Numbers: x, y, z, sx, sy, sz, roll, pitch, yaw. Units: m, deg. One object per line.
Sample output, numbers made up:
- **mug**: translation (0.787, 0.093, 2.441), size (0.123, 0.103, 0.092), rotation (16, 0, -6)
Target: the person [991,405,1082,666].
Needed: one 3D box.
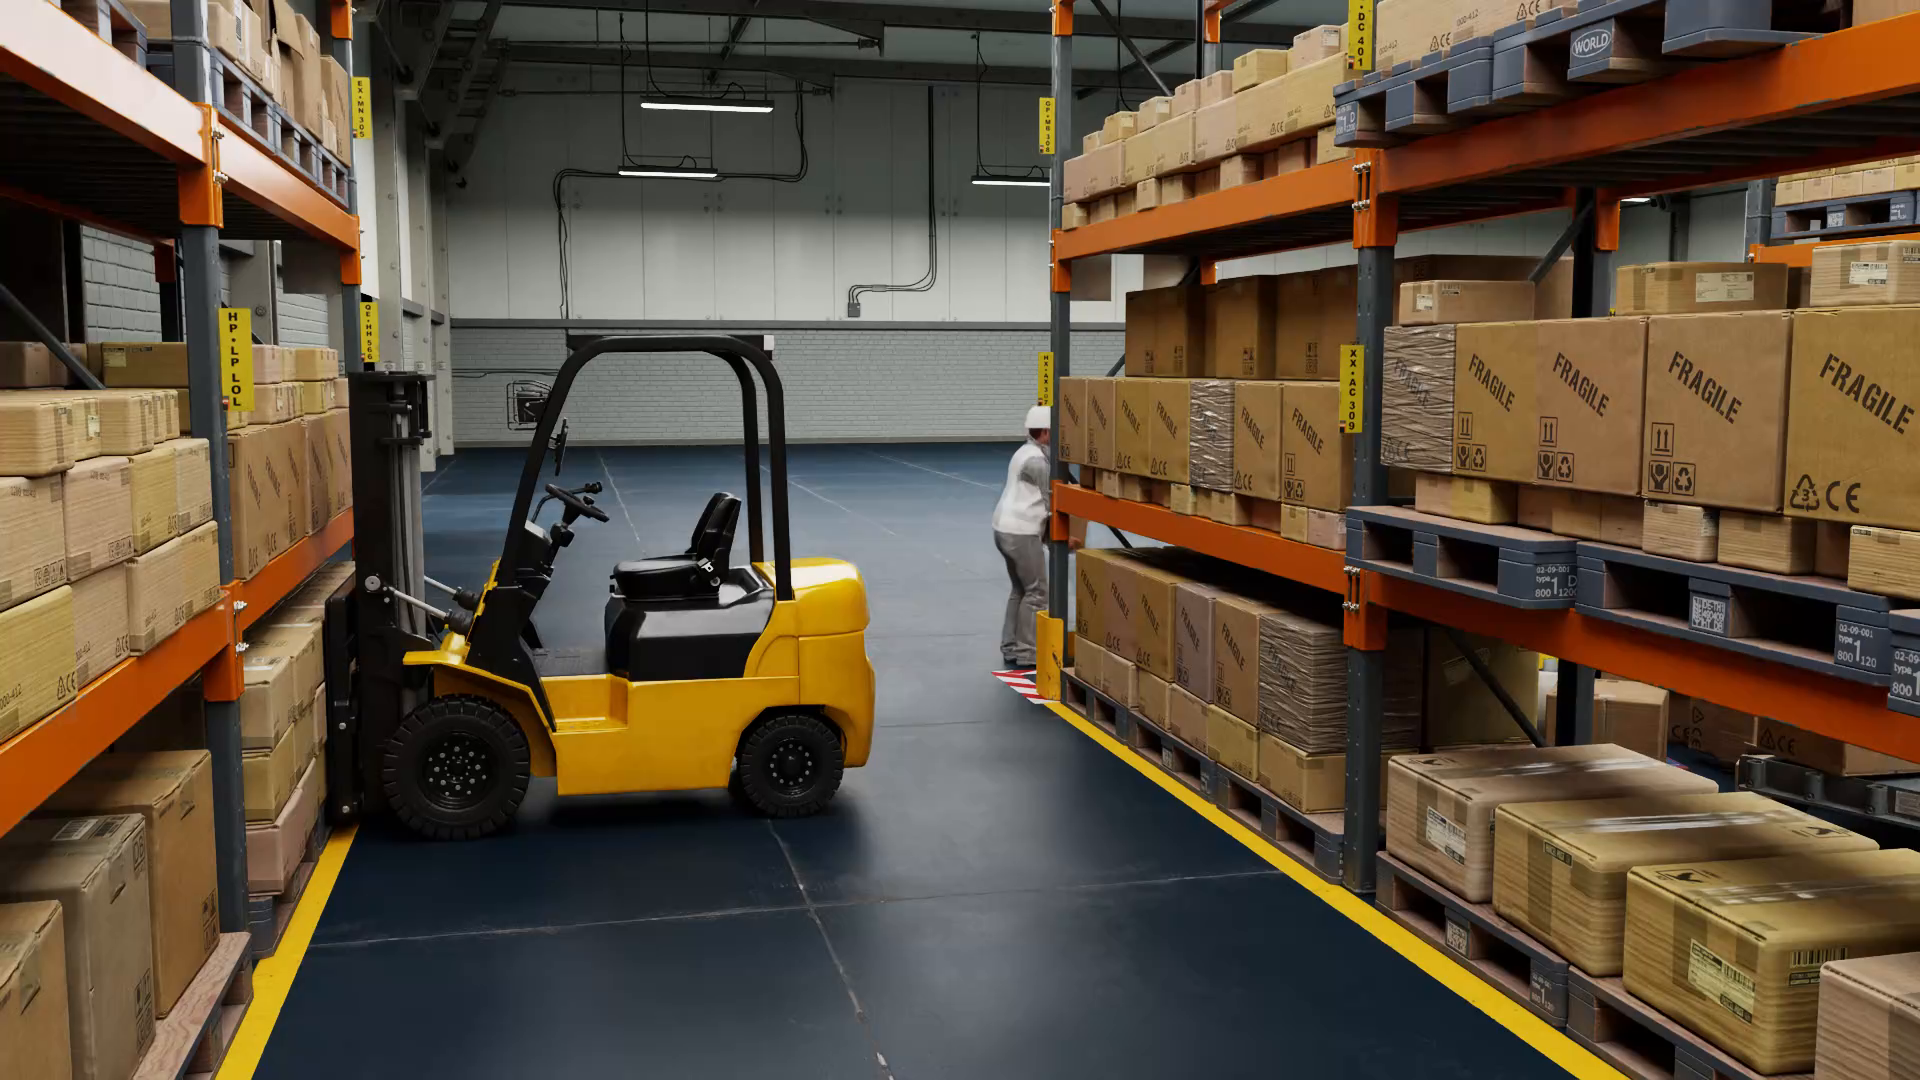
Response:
- **person**: translation (0.512, -0.037, 11.271), size (0.584, 1.756, 0.484), rotation (-1, 6, -10)
